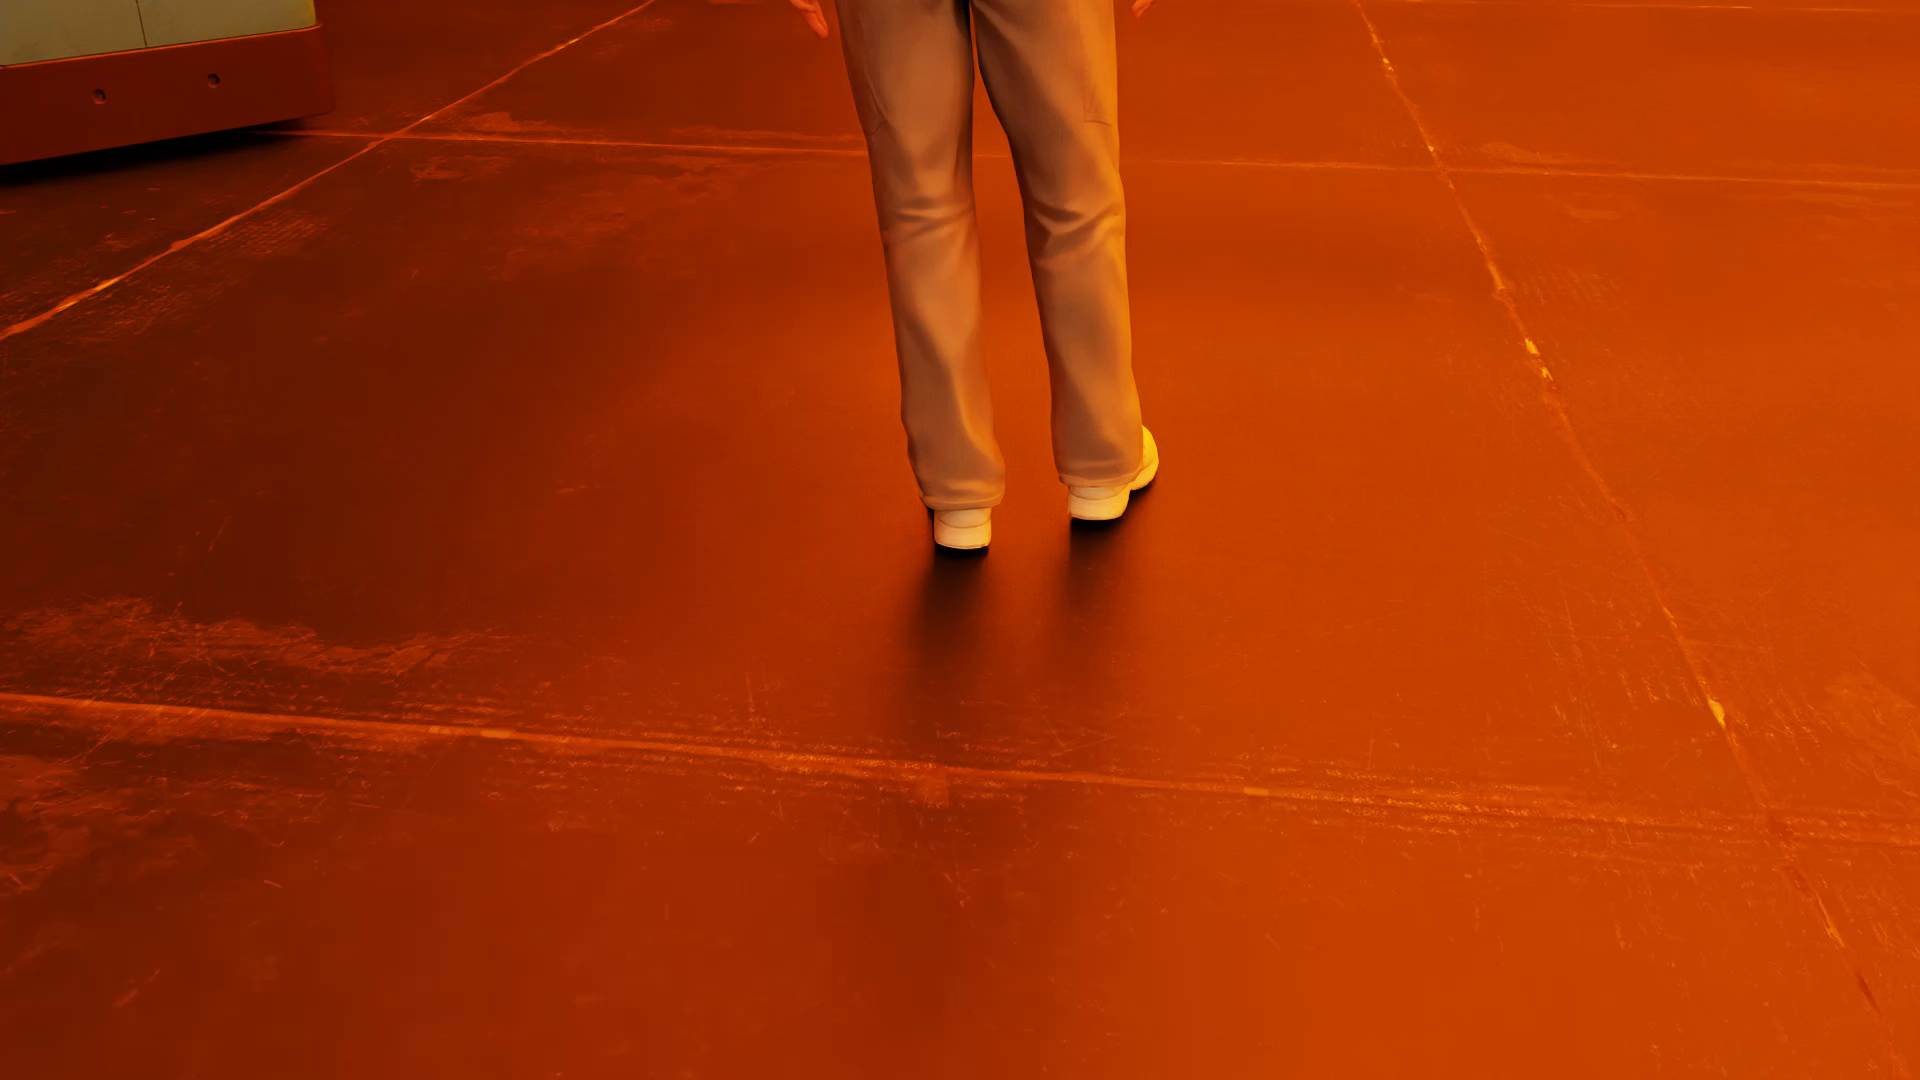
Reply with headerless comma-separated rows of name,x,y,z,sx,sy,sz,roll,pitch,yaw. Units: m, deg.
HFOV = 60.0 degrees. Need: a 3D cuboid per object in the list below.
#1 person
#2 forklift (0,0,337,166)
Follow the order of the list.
person,0.023,-0.788,2.186,0.549,1.675,0.549,3,27,7
forklift,-3.215,-2.817,4.865,1.130,2.935,3.031,-24,35,-39
